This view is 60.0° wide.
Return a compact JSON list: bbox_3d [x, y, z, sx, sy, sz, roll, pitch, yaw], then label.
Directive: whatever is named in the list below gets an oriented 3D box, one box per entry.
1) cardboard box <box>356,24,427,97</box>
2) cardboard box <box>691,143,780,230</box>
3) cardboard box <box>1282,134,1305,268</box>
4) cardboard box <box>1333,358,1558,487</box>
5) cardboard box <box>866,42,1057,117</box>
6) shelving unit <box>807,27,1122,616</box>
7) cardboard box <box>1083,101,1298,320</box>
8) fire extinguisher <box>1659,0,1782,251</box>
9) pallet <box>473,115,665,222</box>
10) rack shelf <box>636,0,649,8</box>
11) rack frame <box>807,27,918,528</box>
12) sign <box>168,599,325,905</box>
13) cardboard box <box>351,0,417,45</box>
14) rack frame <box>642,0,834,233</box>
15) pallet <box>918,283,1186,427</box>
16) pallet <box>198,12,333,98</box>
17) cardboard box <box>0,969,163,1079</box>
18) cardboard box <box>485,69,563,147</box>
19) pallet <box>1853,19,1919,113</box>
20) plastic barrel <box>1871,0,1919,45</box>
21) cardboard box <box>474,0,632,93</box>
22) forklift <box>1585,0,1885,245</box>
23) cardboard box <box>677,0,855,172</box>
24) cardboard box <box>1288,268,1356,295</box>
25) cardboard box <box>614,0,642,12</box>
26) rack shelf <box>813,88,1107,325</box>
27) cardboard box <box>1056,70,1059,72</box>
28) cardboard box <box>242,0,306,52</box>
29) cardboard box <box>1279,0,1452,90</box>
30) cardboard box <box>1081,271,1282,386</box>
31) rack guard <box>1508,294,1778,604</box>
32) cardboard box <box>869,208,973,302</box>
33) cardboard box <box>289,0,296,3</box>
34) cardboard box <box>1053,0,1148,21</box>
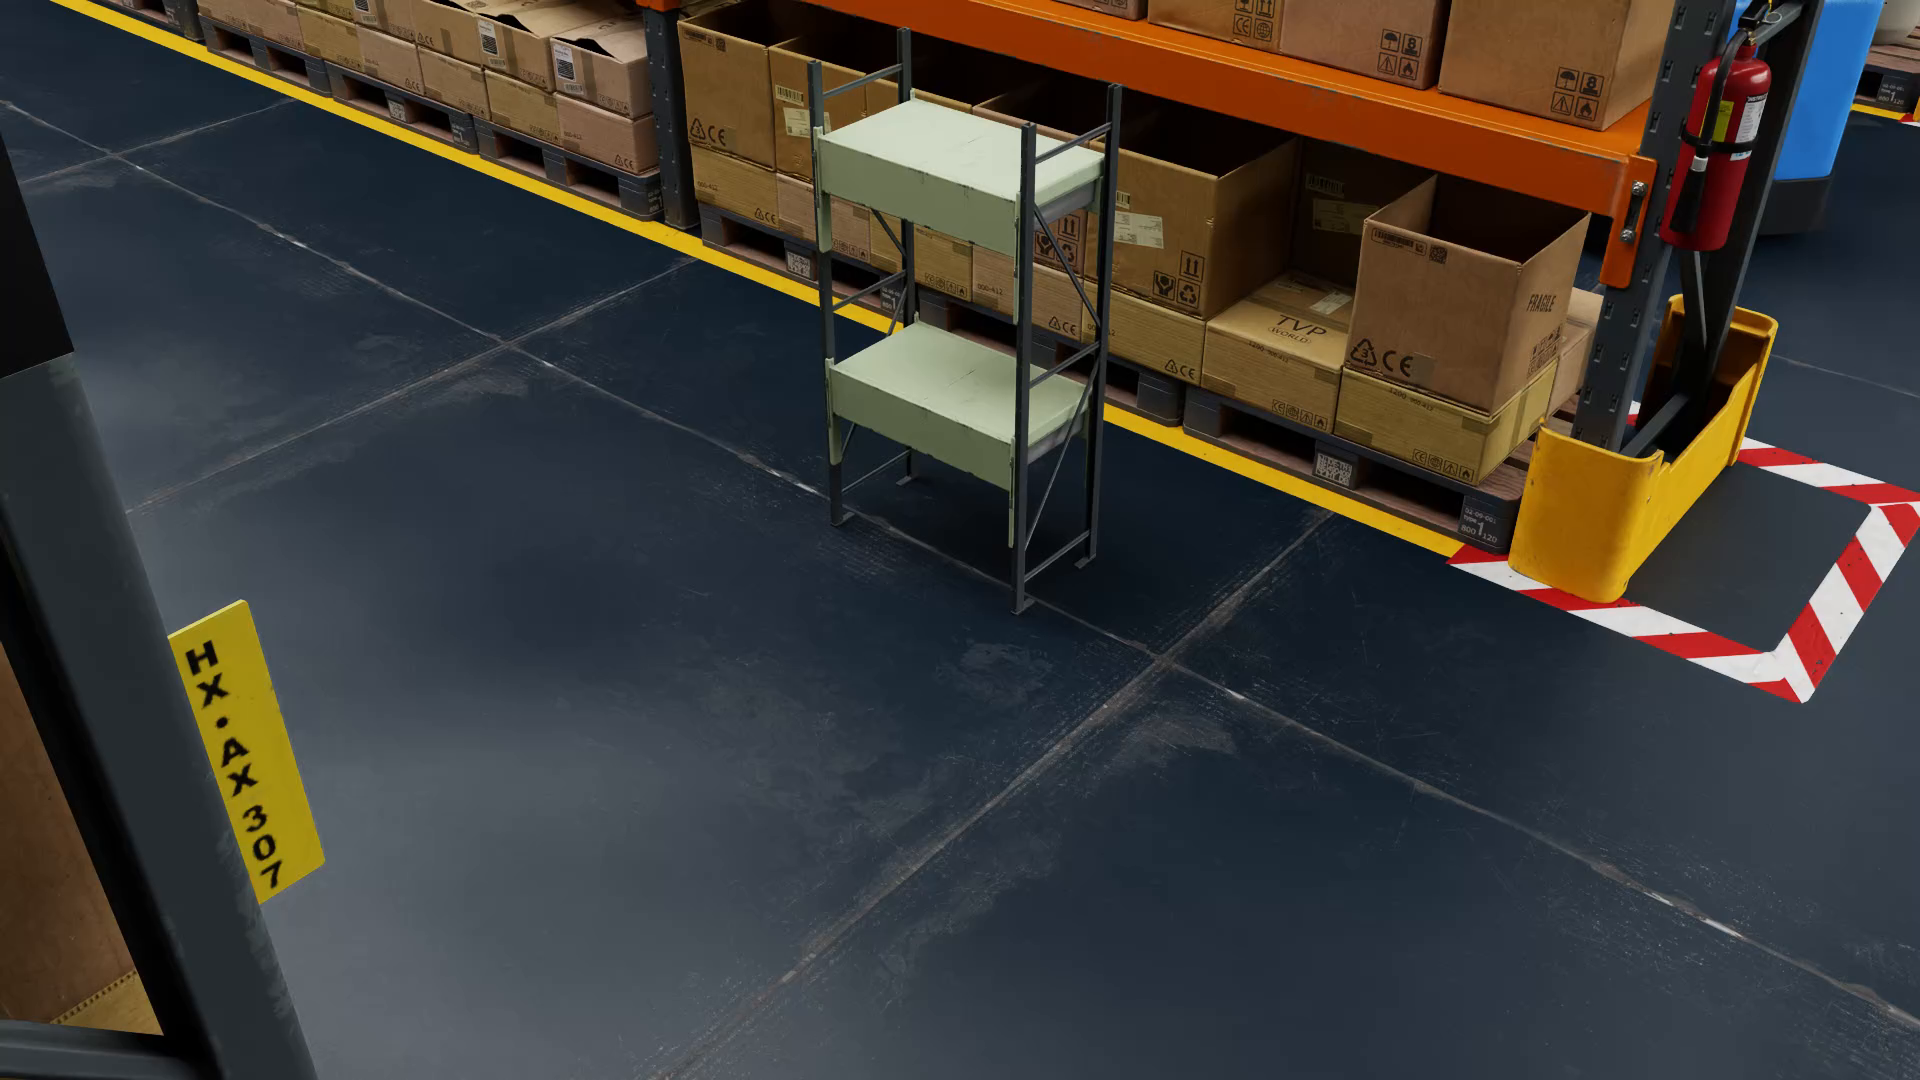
[{"bbox_3d":[-2.595,-2.422,8.185,0.500,0.250,0.500,26,42,33],"label":"cardboard box"},{"bbox_3d":[-0.757,-1.544,6.907,0.500,0.250,0.500,25,42,32],"label":"cardboard box"},{"bbox_3d":[1.107,-1.351,5.963,0.500,0.500,0.500,25,42,32],"label":"cardboard box"},{"bbox_3d":[1.554,-0.461,5.330,0.500,0.250,0.500,25,42,32],"label":"cardboard box"},{"bbox_3d":[0.005,-1.487,6.161,0.500,0.500,0.500,25,42,32],"label":"cardboard box"},{"bbox_3d":[0.005,-0.616,4.822,0.755,1.500,0.431,25,42,32],"label":"shelving unit"},{"bbox_3d":[0.774,-1.125,5.634,0.500,0.500,0.500,25,42,32],"label":"cardboard box"},{"bbox_3d":[1.948,-1.079,4.240,0.183,0.674,0.296,25,42,32],"label":"fire extinguisher"},{"bbox_3d":[-1.511,-1.905,7.837,1.213,0.211,1.003,25,42,32],"label":"pallet"},{"bbox_3d":[-2.456,-3.232,7.943,4.000,0.370,1.077,25,42,32],"label":"rack shelf"},{"bbox_3d":[-0.276,-0.748,5.015,0.023,1.500,0.400,25,42,32],"label":"rack frame"},{"bbox_3d":[-0.665,0.208,1.533,0.005,0.325,0.100,25,42,32],"label":"sign"},{"bbox_3d":[-2.584,-2.648,8.019,0.500,0.311,0.500,25,41,31],"label":"cardboard box"},{"bbox_3d":[-0.919,-2.805,6.684,0.127,3.000,1.000,25,42,32],"label":"rack frame"},{"bbox_3d":[0.607,-0.907,6.384,1.213,0.211,1.003,25,42,32],"label":"pallet"},{"bbox_3d":[-3.386,-2.789,9.124,1.213,0.211,1.003,25,42,32],"label":"pallet"},{"bbox_3d":[-1.184,0.540,1.929,0.500,0.250,0.500,24,41,31],"label":"cardboard box"},{"bbox_3d":[-1.811,-2.052,7.647,0.500,0.250,0.500,25,41,31],"label":"cardboard box"},{"bbox_3d":[4.617,-2.664,8.942,1.213,0.211,1.003,25,42,32],"label":"pallet"},{"bbox_3d":[4.772,-2.862,8.595,0.421,0.512,0.421,0,34,0],"label":"plastic barrel"},{"bbox_3d":[-1.818,-2.283,7.487,0.500,0.311,0.500,27,42,33],"label":"cardboard box"},{"bbox_3d":[2.912,-3.255,7.400,1.130,2.935,3.031,-5,35,-8],"label":"forklift"},{"bbox_3d":[-0.763,-1.849,6.688,0.500,0.500,0.500,25,42,32],"label":"cardboard box"},{"bbox_3d":[1.498,-0.866,5.919,0.500,0.250,0.500,25,42,32],"label":"cardboard box"},{"bbox_3d":[-1.459,-2.517,7.828,0.500,0.311,0.500,25,42,31],"label":"cardboard box"},{"bbox_3d":[0.005,-0.938,4.601,0.720,0.370,0.431,25,42,32],"label":"rack shelf"},{"bbox_3d":[0.340,-1.715,6.493,0.500,0.500,0.500,25,42,32],"label":"cardboard box"},{"bbox_3d":[-3.392,-2.794,8.726,0.500,0.250,0.500,24,41,31],"label":"cardboard box"},{"bbox_3d":[1.397,-1.760,5.074,0.500,0.500,0.700,26,42,33],"label":"cardboard box"},{"bbox_3d":[0.776,-0.817,5.848,0.500,0.250,0.500,25,42,32],"label":"cardboard box"},{"bbox_3d":[2.173,-0.317,5.269,0.348,0.500,1.175,25,42,32],"label":"rack guard"},{"bbox_3d":[0.005,-1.178,6.373,0.500,0.250,0.500,25,42,32],"label":"cardboard box"},{"bbox_3d":[-3.370,-3.020,8.561,0.500,0.311,0.500,24,41,31],"label":"cardboard box"},{"bbox_3d":[0.613,-2.131,5.615,0.500,0.500,0.700,27,43,33],"label":"cardboard box"}]
